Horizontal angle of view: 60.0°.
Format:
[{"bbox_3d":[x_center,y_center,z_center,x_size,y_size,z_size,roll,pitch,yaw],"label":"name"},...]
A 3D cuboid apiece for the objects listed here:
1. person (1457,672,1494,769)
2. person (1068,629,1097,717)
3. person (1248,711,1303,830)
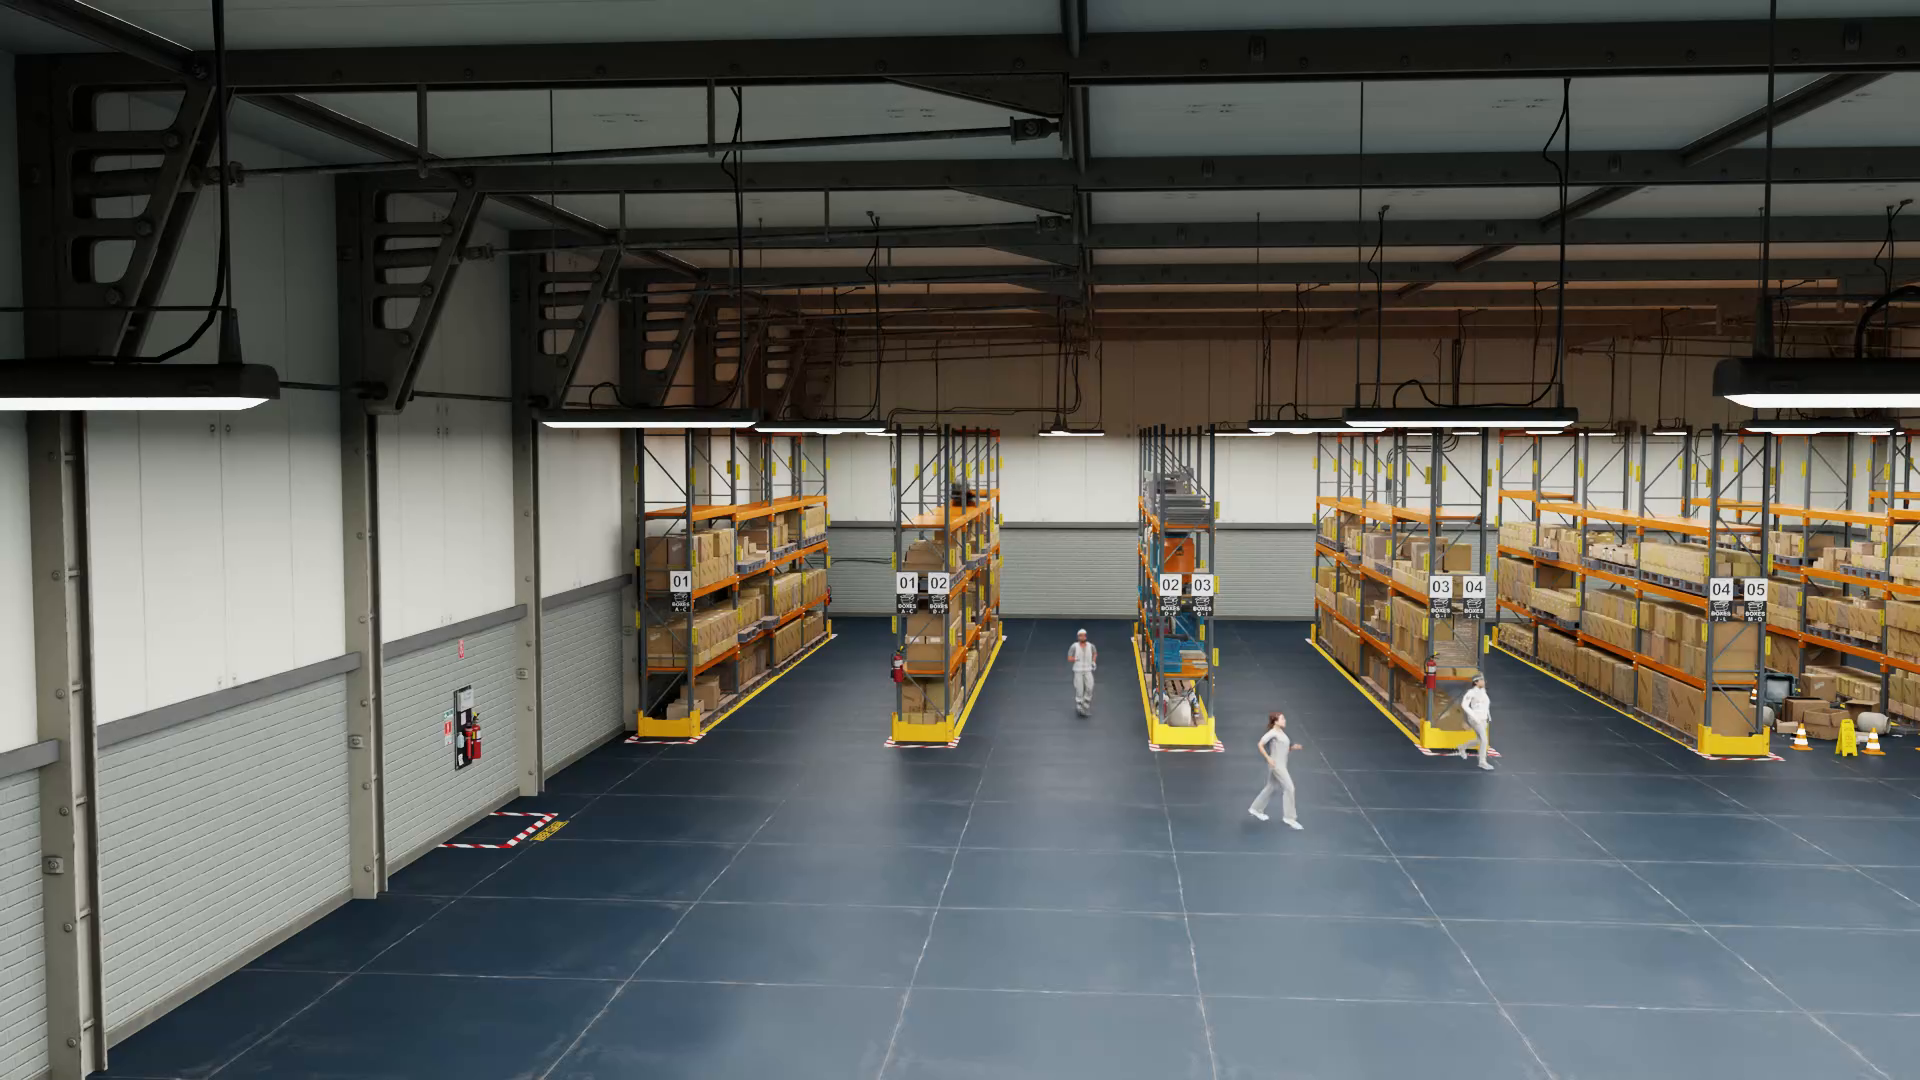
[{"bbox_3d":[8.996,3.130,29.040,0.634,1.666,0.741,-3,5,-41],"label":"person"},{"bbox_3d":[2.547,2.747,34.303,0.635,1.809,0.681,0,3,-3],"label":"person"},{"bbox_3d":[4.669,3.378,24.547,0.830,1.715,0.541,1,4,21],"label":"person"}]
